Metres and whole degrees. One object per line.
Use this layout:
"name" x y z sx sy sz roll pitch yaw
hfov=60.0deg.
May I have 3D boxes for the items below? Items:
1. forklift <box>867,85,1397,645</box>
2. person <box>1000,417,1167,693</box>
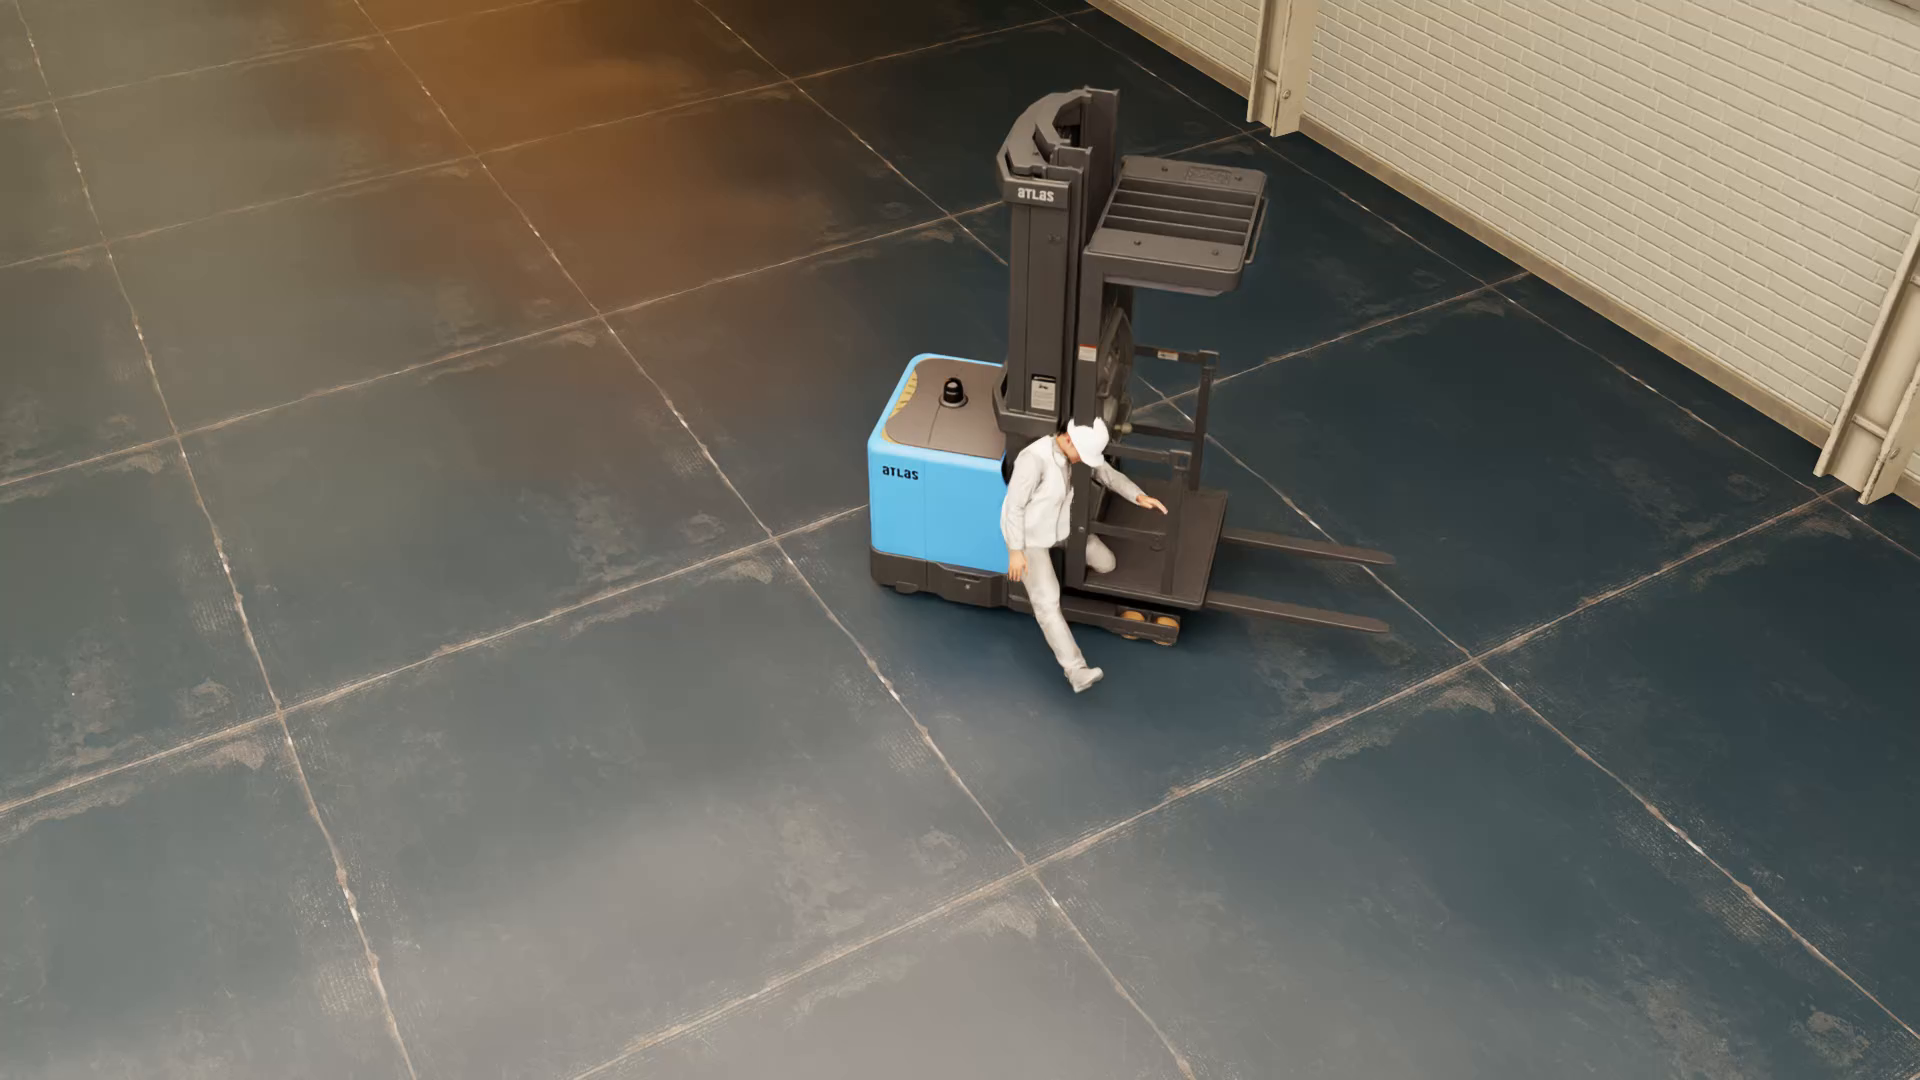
"forklift" 1.039 -0.898 9.119 3.031 2.935 1.130 10 41 12
"person" 0.723 -0.034 9.154 0.977 1.402 1.077 -25 46 -27
